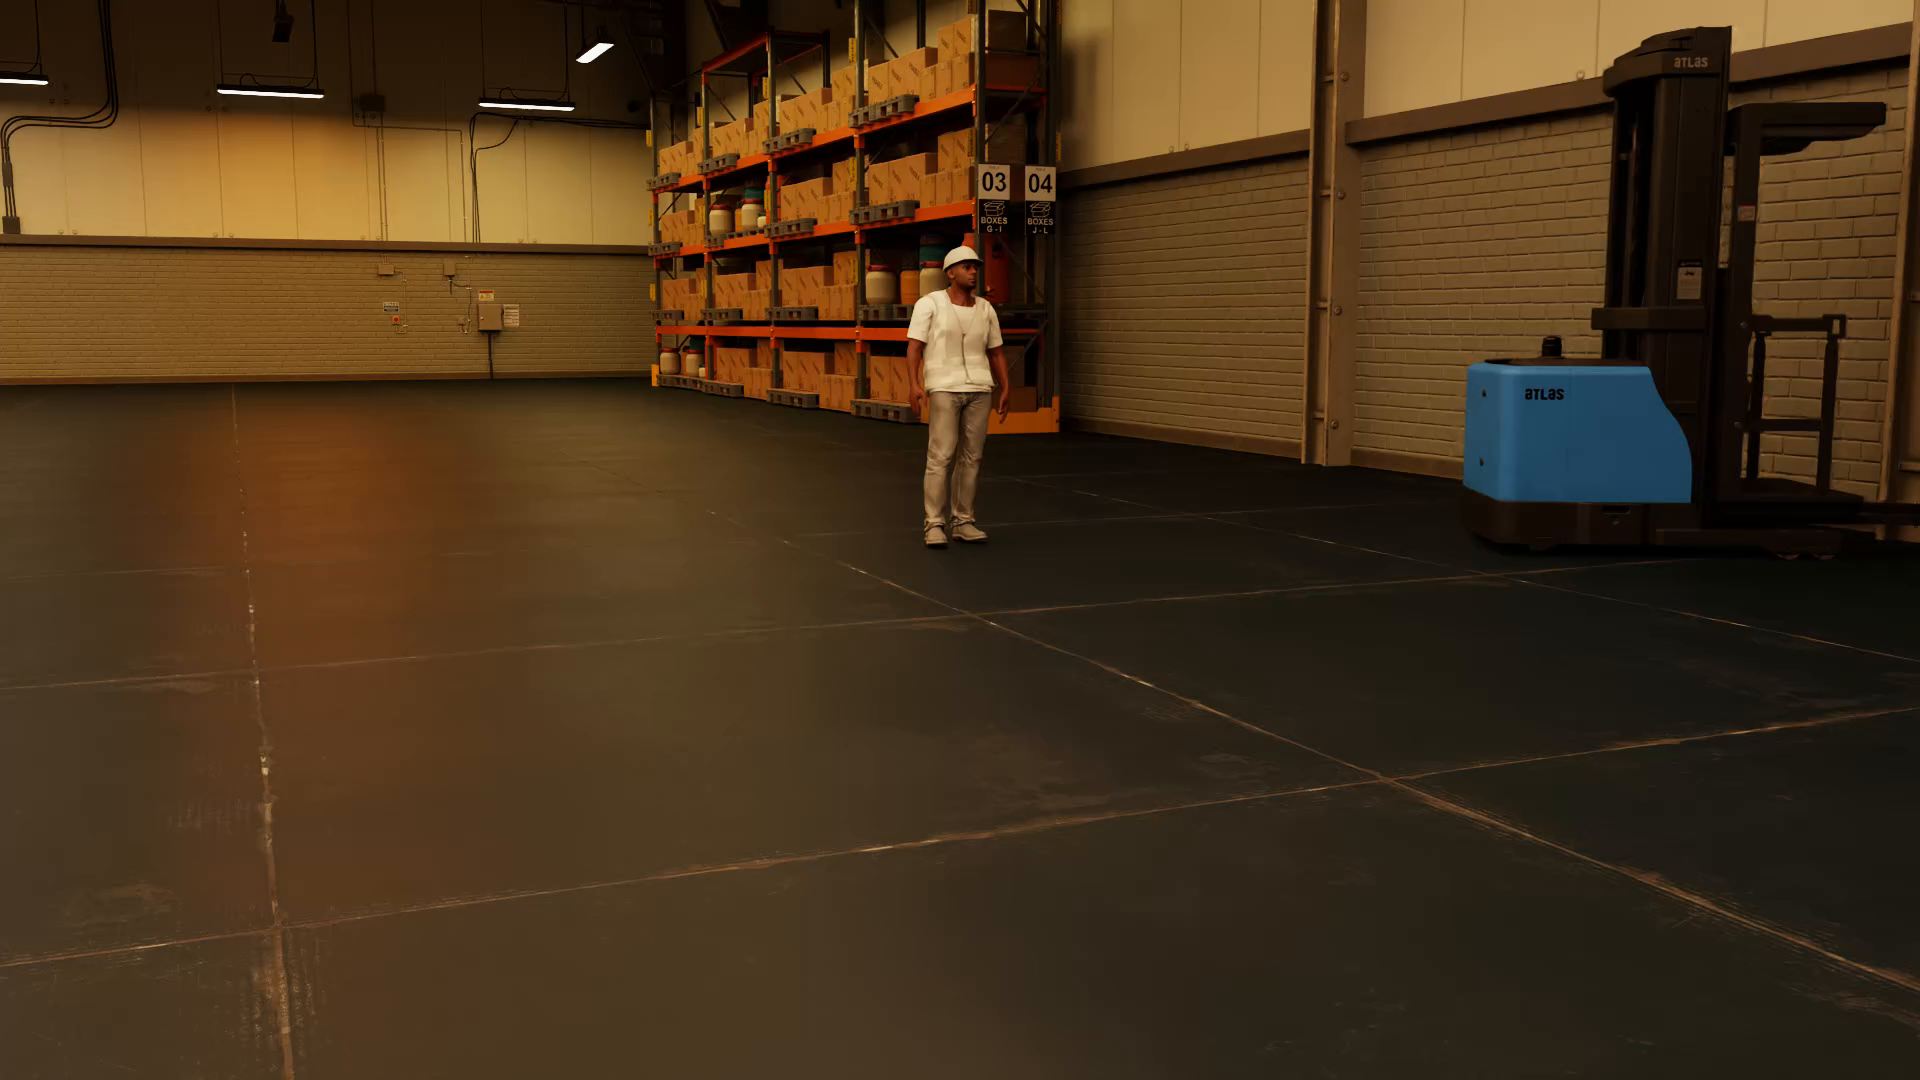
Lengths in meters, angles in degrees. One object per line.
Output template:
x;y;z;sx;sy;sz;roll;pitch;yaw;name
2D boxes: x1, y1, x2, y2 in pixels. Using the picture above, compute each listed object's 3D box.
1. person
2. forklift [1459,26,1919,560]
0.024;-0.874;9.972;0.666;1.768;0.575;-3;8;-23;person
4.596;-1.414;9.668;3.031;2.935;1.130;1;8;4;forklift
